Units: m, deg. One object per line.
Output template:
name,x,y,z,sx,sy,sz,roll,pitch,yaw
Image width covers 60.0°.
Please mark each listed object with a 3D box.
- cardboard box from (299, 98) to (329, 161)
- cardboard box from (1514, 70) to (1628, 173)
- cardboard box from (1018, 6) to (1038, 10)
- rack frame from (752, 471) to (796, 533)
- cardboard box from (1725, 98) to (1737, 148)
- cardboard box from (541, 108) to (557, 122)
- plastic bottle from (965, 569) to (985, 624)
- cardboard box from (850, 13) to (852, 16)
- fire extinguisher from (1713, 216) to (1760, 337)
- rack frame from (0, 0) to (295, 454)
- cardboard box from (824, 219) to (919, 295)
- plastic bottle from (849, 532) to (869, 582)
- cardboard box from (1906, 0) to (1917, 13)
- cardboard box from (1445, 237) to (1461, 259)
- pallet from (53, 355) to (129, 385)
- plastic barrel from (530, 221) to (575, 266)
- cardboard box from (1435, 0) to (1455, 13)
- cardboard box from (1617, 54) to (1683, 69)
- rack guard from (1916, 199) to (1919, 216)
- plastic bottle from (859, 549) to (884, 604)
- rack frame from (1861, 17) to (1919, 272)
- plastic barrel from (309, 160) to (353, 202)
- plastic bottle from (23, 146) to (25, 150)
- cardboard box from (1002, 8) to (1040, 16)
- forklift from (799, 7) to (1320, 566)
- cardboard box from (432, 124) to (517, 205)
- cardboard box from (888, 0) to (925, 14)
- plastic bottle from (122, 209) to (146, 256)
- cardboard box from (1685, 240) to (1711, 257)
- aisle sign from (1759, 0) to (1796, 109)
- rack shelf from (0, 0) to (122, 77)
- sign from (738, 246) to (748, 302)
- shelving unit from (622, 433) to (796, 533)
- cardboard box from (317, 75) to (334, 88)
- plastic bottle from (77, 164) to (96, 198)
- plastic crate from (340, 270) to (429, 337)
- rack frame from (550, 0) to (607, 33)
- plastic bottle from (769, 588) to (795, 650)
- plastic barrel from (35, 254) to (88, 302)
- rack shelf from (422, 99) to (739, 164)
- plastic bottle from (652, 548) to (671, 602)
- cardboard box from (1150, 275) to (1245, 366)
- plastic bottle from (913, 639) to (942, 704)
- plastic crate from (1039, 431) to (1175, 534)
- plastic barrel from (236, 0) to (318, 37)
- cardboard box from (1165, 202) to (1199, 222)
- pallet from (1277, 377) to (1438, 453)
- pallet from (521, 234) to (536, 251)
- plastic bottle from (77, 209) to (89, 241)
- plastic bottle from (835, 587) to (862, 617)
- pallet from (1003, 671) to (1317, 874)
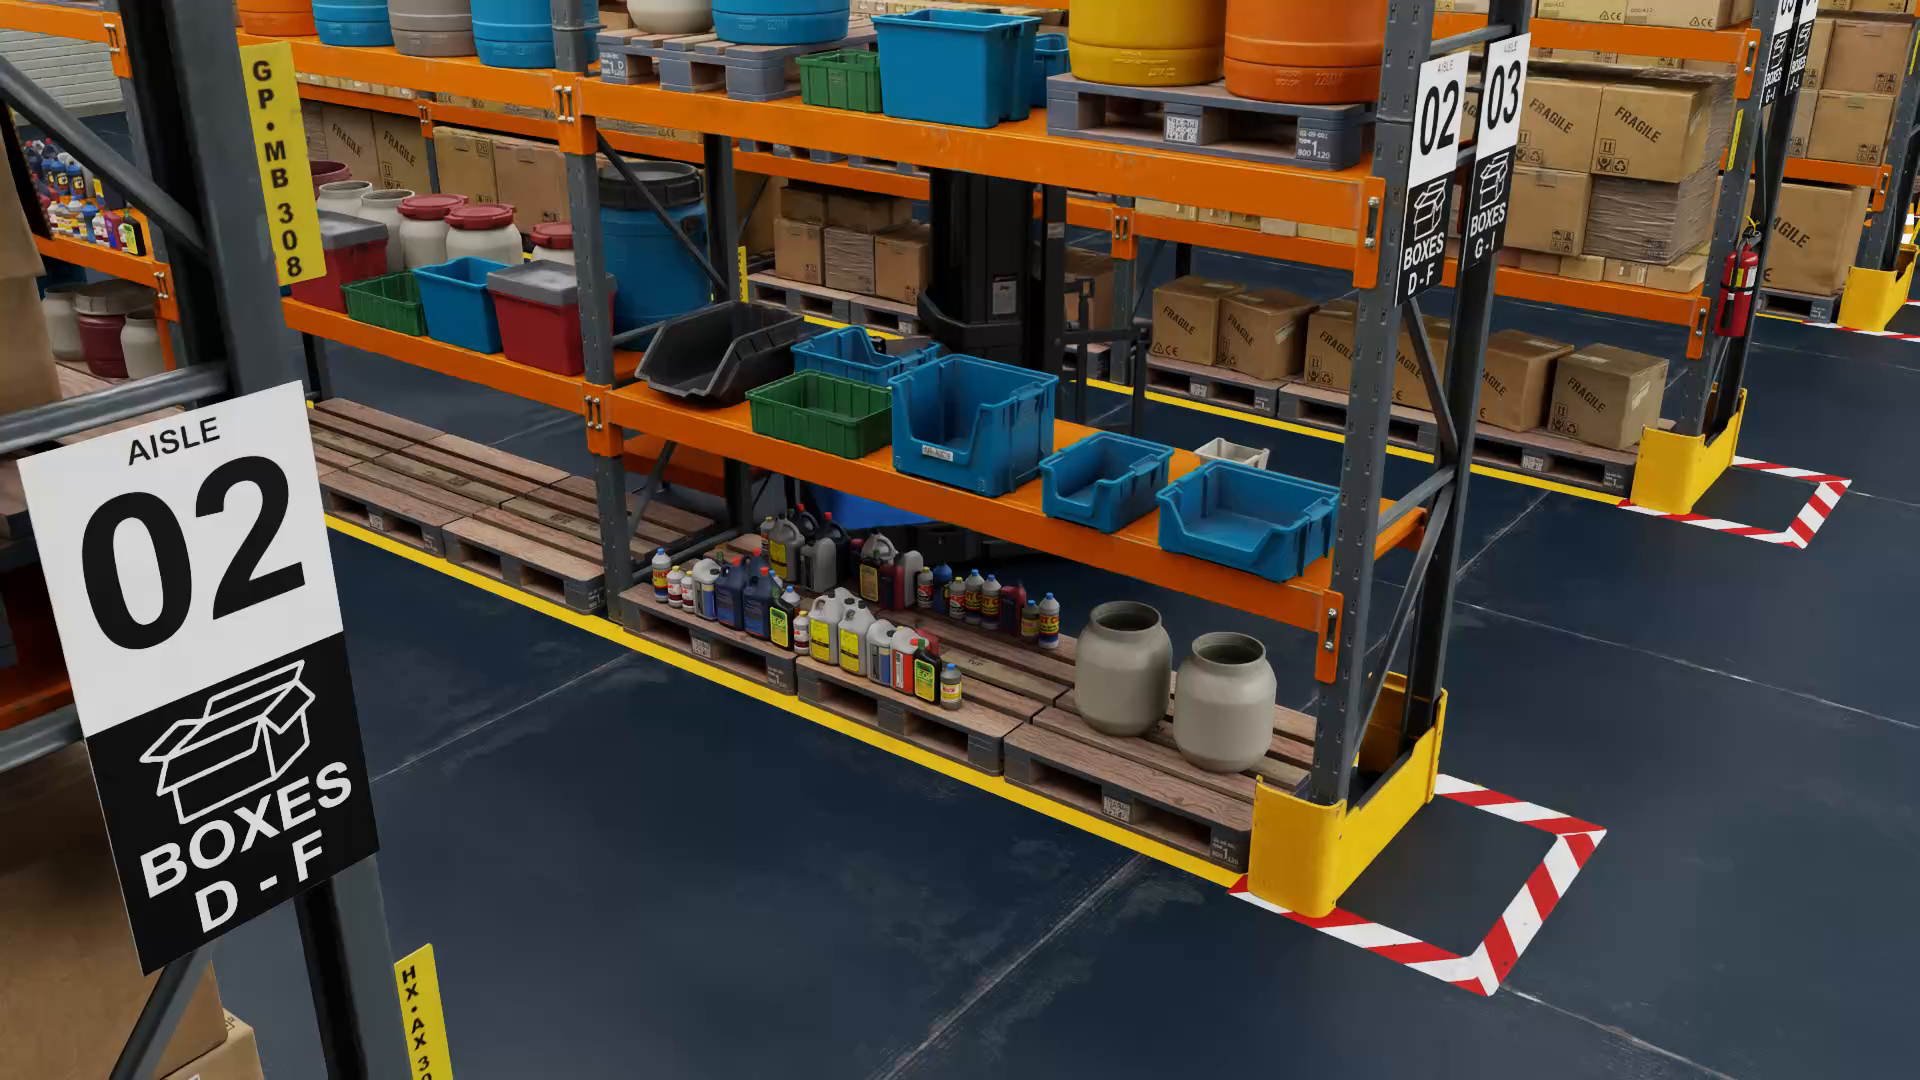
cardboard box,-6.853,-4.464,18.275,0.875,0.875,0.875,17,29,33
cardboard box,3.670,-2.536,10.052,0.500,0.500,0.500,17,29,33
cardboard box,0.846,-5.822,18.297,0.250,0.149,0.380,16,28,32
rack frame,-1.133,-0.528,9.553,0.032,1.125,0.500,15,28,31
cardboard box,6.568,-3.745,14.344,0.550,0.550,0.875,17,29,33
cardboard box,-3.502,-4.114,15.243,0.500,0.500,0.500,17,29,34
plastic bottle,0.073,0.275,8.243,0.097,0.271,0.097,0,24,0
cardboard box,-1.221,-5.984,19.034,0.250,0.149,0.380,15,28,31
fire extinguisher,4.477,-1.512,9.558,0.183,0.674,0.296,17,29,33
rack frame,-1.282,-1.274,1.481,0.127,3.000,1.000,17,29,33
cardboard box,-0.740,-2.430,14.100,0.500,0.500,0.700,14,27,29
plastic bottle,-0.512,0.084,8.663,0.133,0.283,0.061,19,30,37
cardboard box,10.066,-5.614,17.038,0.500,0.500,0.700,16,28,32
cardboard box,3.300,-1.908,10.672,0.250,0.149,0.380,17,29,33
pallet,-6.338,-1.257,12.341,1.213,0.211,1.003,17,29,33
plastic barrel,-2.143,-1.458,9.169,0.433,0.535,0.433,0,24,0
cardboard box,2.912,-3.429,10.278,0.500,0.250,0.500,16,29,32
cardboard box,6.080,-4.333,14.340,0.500,0.550,0.875,17,29,33
rack guard,10.545,-3.796,17.745,0.348,0.500,1.175,17,29,33
plastic bottle,-0.450,0.175,8.456,0.133,0.283,0.061,17,29,33
rack frame,7.718,-3.300,13.519,0.127,3.000,1.000,17,29,33
plastic barrel,-4.157,-2.108,10.646,0.708,0.536,0.600,17,29,33
plastic bottle,-7.065,-2.842,12.541,0.185,0.351,0.144,17,29,33
cardboard box,0.649,-5.554,17.689,0.250,0.149,0.380,16,28,31
forklift,0.614,-1.450,9.406,3.031,2.935,1.130,-6,24,-13
cardboard box,-4.416,-3.697,16.536,0.875,0.875,1.225,17,29,33
cardboard box,-0.592,-5.931,18.544,0.250,0.149,0.380,18,29,35
plastic bottle,-5.290,-1.967,10.639,0.133,0.283,0.061,17,29,33
cardboard box,4.577,-1.755,10.324,0.250,0.149,0.380,17,29,33
aisle sign,4.532,-2.802,9.165,0.004,0.787,0.394,17,29,33
rack shelf,-6.310,-3.588,11.344,4.000,0.370,1.077,17,29,33
sign,-1.170,-1.395,8.852,0.005,0.325,0.100,17,29,33
shelving unit,-1.554,-0.643,9.814,1.048,1.125,0.538,15,28,31
cardboard box,-6.409,-4.789,17.212,0.250,0.149,0.380,16,29,32
plastic bottle,-6.412,-2.681,12.269,0.135,0.276,0.152,17,29,33
plastic crate,-3.072,-1.326,9.303,0.662,0.188,0.450,17,29,33
rack frame,-1.509,-3.839,7.301,0.127,3.000,1.000,17,29,33
plastic bottle,-0.854,0.377,7.998,0.133,0.283,0.061,18,30,36
plastic barrel,-6.919,-1.951,12.540,0.708,0.901,0.600,17,29,33
rack shelf,-3.340,-3.813,15.576,4.000,0.370,1.077,17,29,33
plastic bottle,-1.517,0.172,8.476,0.097,0.271,0.097,0,24,0
cardboard box,1.757,-1.630,12.308,0.500,0.500,0.500,16,28,32
plastic bottle,-0.145,0.591,7.512,0.133,0.283,0.061,18,29,35
plastic crate,0.595,-0.241,6.762,0.408,0.251,0.499,17,29,33
plastic barrel,-3.660,-3.203,9.046,0.708,0.830,0.600,17,29,33
cardboard box,1.645,-2.363,11.703,0.250,0.149,0.380,17,29,33
pallet,3.000,-0.969,11.688,1.213,0.211,1.003,17,29,33
pallet,-4.278,-3.187,16.722,1.213,0.211,1.003,17,29,33
plastic bottle,-5.789,-2.090,11.020,0.097,0.201,0.097,0,24,0
plastic bottle,-0.552,0.376,8.010,0.135,0.276,0.152,17,29,33
pallet,0.956,0.949,7.335,1.213,0.211,1.003,17,29,33
